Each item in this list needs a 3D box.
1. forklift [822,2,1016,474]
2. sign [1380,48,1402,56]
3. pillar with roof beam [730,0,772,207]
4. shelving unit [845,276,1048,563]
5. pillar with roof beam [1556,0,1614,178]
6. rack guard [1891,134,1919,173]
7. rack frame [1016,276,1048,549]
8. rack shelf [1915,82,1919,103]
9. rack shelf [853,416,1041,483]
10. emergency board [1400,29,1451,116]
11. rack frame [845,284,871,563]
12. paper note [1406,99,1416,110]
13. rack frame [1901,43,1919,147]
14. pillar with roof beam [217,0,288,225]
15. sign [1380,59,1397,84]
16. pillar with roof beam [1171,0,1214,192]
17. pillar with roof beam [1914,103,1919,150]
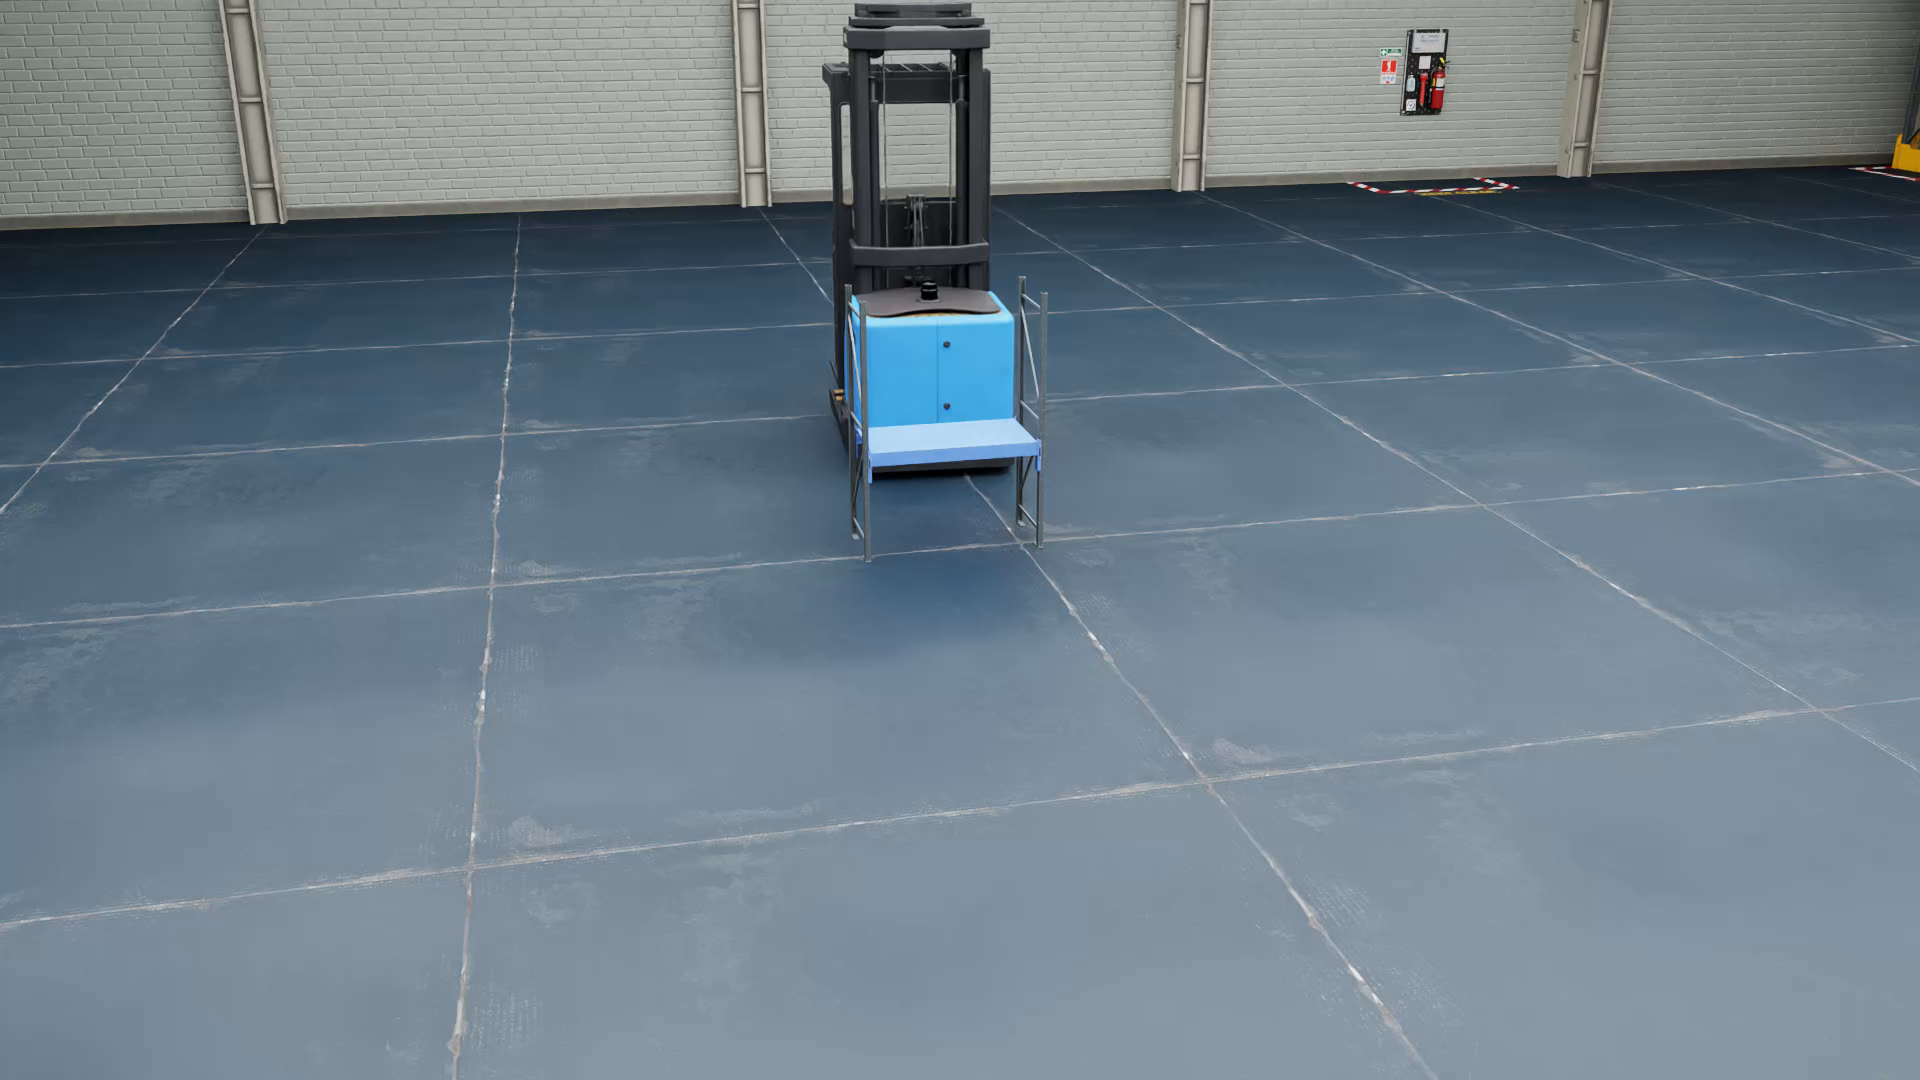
[{"bbox_3d":[-0.368,-2.272,11.756,1.130,2.935,3.031,-3,20,-8],"label":"forklift"},{"bbox_3d":[6.028,-6.824,23.259,0.331,0.109,0.001,-5,21,-12],"label":"sign"},{"bbox_3d":[-1.691,-7.179,16.330,0.400,9.000,9.100,-5,21,-12],"label":"pillar with roof beam"},{"bbox_3d":[-0.083,-0.697,9.538,1.048,1.500,0.538,-5,21,-12],"label":"shelving unit"},{"bbox_3d":[9.987,-8.129,18.923,0.400,9.000,9.100,-5,21,-12],"label":"pillar with roof beam"},{"bbox_3d":[14.428,-5.715,24.689,0.348,0.500,1.175,-5,21,-12],"label":"rack guard"},{"bbox_3d":[0.412,-0.738,9.648,0.032,1.500,0.500,-5,21,-12],"label":"rack frame"},{"bbox_3d":[16.300,-6.703,24.799,4.000,0.370,1.077,-5,21,-12],"label":"rack shelf"},{"bbox_3d":[-0.083,-0.529,9.600,1.000,0.185,0.538,-5,21,-12],"label":"rack shelf"},{"bbox_3d":[6.583,-6.570,23.389,0.643,1.169,0.194,-5,21,-12],"label":"emergency board"},{"bbox_3d":[-0.578,-0.657,9.428,0.032,1.500,0.500,-5,21,-12],"label":"rack frame"},{"bbox_3d":[6.395,-6.165,23.565,0.142,0.148,0.016,-5,21,-12],"label":"paper note"},{"bbox_3d":[14.354,-6.883,24.243,0.127,3.000,1.000,-5,21,-12],"label":"rack frame"},{"bbox_3d":[-7.530,-6.704,15.033,0.400,9.000,9.100,-5,21,-12],"label":"pillar with roof beam"},{"bbox_3d":[6.021,-6.578,23.358,0.234,0.329,0.001,-5,21,-12],"label":"sign"},{"bbox_3d":[4.148,-7.654,17.626,0.400,9.000,9.100,-5,21,-12],"label":"pillar with roof beam"},{"bbox_3d":[15.826,-8.604,20.219,0.400,9.000,9.100,-5,21,-12],"label":"pillar with roof beam"}]
